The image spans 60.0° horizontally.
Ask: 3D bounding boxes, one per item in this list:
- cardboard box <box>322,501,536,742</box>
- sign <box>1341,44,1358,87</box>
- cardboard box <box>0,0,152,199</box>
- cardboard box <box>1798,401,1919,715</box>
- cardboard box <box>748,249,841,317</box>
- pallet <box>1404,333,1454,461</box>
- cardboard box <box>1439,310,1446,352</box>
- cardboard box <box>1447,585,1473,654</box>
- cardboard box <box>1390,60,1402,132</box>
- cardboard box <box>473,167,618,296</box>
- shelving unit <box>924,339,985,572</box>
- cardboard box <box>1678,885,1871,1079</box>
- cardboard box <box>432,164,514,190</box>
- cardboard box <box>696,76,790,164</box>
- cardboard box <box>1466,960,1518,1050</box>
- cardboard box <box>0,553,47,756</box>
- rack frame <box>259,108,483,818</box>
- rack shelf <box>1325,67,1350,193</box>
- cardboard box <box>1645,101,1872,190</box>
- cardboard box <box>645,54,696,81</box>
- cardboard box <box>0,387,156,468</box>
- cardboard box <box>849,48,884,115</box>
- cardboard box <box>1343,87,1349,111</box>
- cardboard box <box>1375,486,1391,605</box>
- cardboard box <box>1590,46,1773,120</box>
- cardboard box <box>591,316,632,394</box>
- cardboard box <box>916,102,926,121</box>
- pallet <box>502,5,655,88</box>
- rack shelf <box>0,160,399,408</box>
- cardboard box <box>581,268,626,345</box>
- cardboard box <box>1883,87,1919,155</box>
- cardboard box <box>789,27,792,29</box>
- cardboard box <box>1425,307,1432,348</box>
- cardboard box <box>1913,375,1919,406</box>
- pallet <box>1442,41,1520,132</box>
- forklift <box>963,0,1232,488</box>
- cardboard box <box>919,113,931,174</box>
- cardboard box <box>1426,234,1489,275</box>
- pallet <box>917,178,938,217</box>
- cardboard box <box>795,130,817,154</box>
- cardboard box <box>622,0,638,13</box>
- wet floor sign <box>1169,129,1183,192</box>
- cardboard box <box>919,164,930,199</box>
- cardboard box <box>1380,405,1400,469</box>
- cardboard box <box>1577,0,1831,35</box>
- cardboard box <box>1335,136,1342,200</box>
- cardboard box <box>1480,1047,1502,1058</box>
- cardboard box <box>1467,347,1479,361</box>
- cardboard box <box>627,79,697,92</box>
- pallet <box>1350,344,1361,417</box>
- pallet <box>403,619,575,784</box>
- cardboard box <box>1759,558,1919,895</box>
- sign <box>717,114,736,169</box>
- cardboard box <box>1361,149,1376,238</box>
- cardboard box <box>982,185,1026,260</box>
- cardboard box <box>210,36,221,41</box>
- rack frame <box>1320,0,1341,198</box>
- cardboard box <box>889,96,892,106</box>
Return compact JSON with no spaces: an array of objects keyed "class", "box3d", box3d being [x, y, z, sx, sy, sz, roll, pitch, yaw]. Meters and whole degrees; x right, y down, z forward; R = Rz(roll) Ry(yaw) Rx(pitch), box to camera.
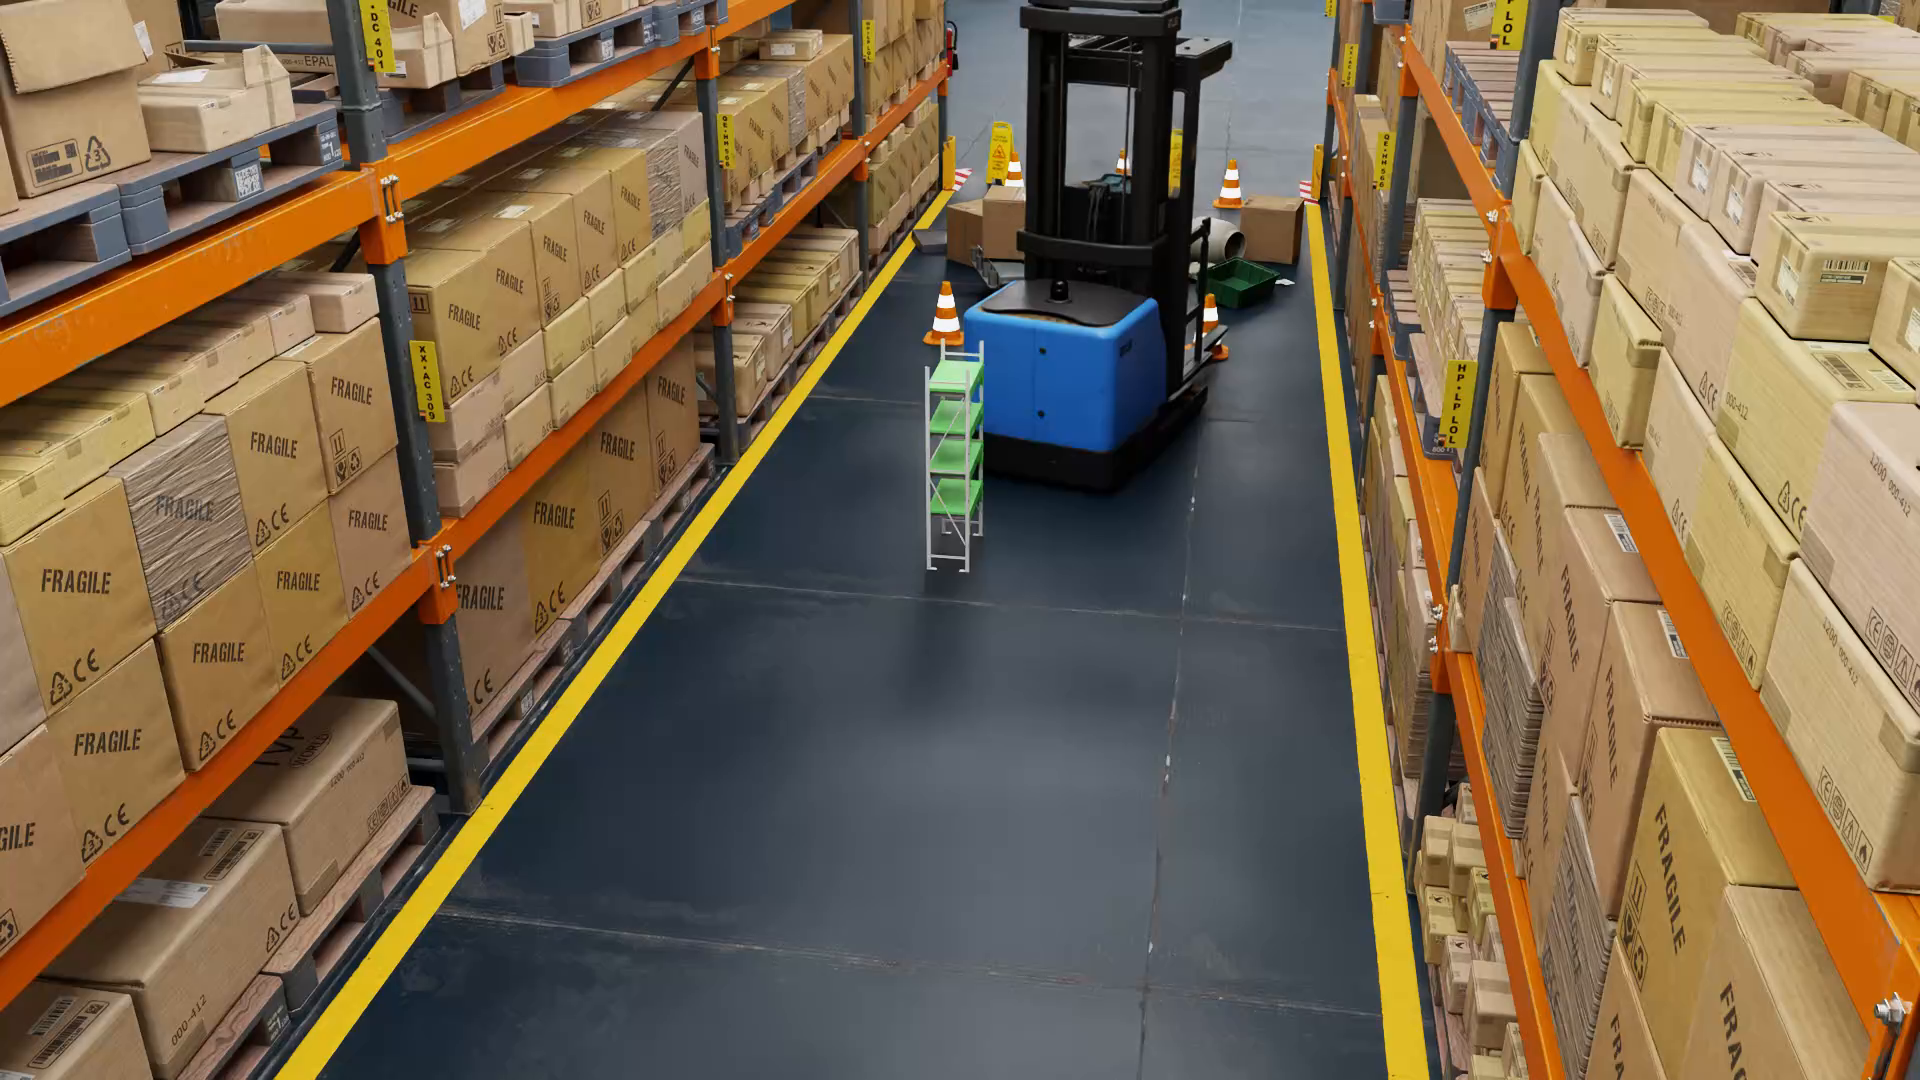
[{"class":"cardboard box","box3d":[-2.574,0.290,7.604,0.875,0.875,0.875,5,26,10]},{"class":"sign","box3d":[3.063,-3.729,13.063,0.100,0.325,0.005,4,25,9]},{"class":"cardboard box","box3d":[-2.785,-1.292,4.699,0.797,0.503,0.637,6,26,13]},{"class":"cardboard box","box3d":[1.474,0.029,2.199,0.500,0.250,0.500,3,25,7]},{"class":"cardboard box","box3d":[-1.486,-2.043,13.181,0.950,0.372,0.625,6,26,12]},{"class":"pallet","box3d":[2.674,-0.672,7.874,1.003,0.211,1.213,4,25,9]},{"class":"cardboard box","box3d":[2.431,-0.961,7.715,0.380,0.149,0.250,5,26,10]},{"class":"cardboard box","box3d":[1.934,0.293,5.883,0.380,0.149,0.250,5,26,10]},{"class":"cardboard box","box3d":[3.287,-2.915,11.142,0.700,0.500,0.500,4,25,8]},{"class":"cardboard box","box3d":[-2.022,-1.521,8.163,0.500,0.500,0.500,4,25,8]},{"class":"shelving unit","box3d":[-0.027,-0.474,9.348,0.258,1.200,0.503,4,25,9]},{"class":"cardboard box","box3d":[1.479,0.915,2.610,0.500,0.500,0.500,4,25,7]},{"class":"cardboard box","box3d":[-2.522,-1.565,8.258,0.500,0.500,0.500,4,25,9]},{"class":"cardboard box","box3d":[-1.482,-2.874,11.387,0.500,0.500,0.500,4,25,9]},{"class":"cardboard box","box3d":[1.804,1.476,5.224,0.380,0.149,0.250,5,25,10]},{"class":"cardboard box","box3d":[-2.737,0.344,4.180,0.500,0.500,0.500,4,25,8]},{"class":"rack frame","box3d":[-2.596,-0.218,6.677,1.000,3.000,0.127,4,25,9]},{"class":"rack shelf","box3d":[3.938,-3.773,15.122,1.077,0.370,4.000,4,25,9]},{"class":"cardboard box","box3d":[1.725,-0.853,3.612,0.380,0.149,0.250,3,25,7]},{"class":"cardboard box","box3d":[-1.954,-3.258,11.443,0.380,0.149,0.250,3,25,6]},{"class":"cardboard box","box3d":[-2.604,-0.328,4.851,0.380,0.149,0.250,3,25,7]},{"class":"cardboard box","box3d":[-0.942,-3.908,14.092,0.500,0.500,0.500,4,25,8]},{"class":"cardboard box","box3d":[3.919,-4.164,14.930,0.875,0.550,0.500,4,25,9]},{"class":"cardboard box","box3d":[2.432,0.056,8.546,0.500,0.500,0.500,3,25,7]},{"class":"cardboard box","box3d":[1.867,-1.184,4.319,0.380,0.149,0.250,3,25,7]},{"class":"cardboard box","box3d":[-1.991,-0.954,8.426,0.500,0.250,0.500,4,25,8]},{"class":"cardboard box","box3d":[-0.547,-4.198,16.280,0.380,0.149,0.250,4,25,9]},{"class":"pallet","box3d":[-2.175,-2.423,8.072,1.003,0.211,1.213,5,26,11]},{"class":"rack shelf","box3d":[-2.923,-0.414,4.406,1.077,0.370,4.000,4,25,9]},{"class":"cardboard box","box3d":[-1.999,-1.181,8.323,0.500,0.250,0.500,3,25,7]},{"class":"cardboard box","box3d":[2.336,-0.922,3.760,0.380,0.149,0.250,4,25,8]},{"class":"cardboard box","box3d":[-1.304,-4.380,15.099,0.500,0.500,0.500,5,25,10]},{"class":"cardboard box","box3d":[2.514,-1.044,8.242,0.380,0.149,0.250,5,26,10]},{"class":"cardboard box","box3d":[1.530,-0.199,2.215,0.380,0.149,0.250,4,25,9]},{"class":"pallet","box3d":[2.676,-1.875,6.901,1.213,0.211,1.003,4,25,9]},{"class":"forklift","box3d":[1.094,-2.240,11.078,1.130,2.935,3.031,11,27,23]},{"class":"cardboard box","box3d":[-0.591,-3.949,16.512,0.500,0.500,0.500,5,26,10]},{"class":"cardboard box","box3d":[2.561,-1.430,8.366,0.380,0.149,0.250,3,25,6]},{"class":"pallet","box3d":[-0.815,-3.604,17.201,1.003,0.211,1.213,4,25,9]},{"class":"cardboard box","box3d":[-1.282,-2.980,12.379,0.380,0.149,0.250,4,25,8]},{"class":"cardboard box","box3d":[-1.823,-2.778,8.272,0.396,0.266,0.258,3,25,7]},{"class":"wet floor sign","box3d":[2.316,-4.019,17.574,0.267,0.644,0.232,0,25,-1]},{"class":"cardboard box","box3d":[-0.594,-3.608,16.669,0.500,0.250,0.500,4,25,9]},{"class":"cardboard box","box3d":[2.523,-0.504,8.857,0.500,0.250,0.500,4,25,8]},{"class":"cardboard box","box3d":[2.474,-1.662,5.610,0.700,0.500,0.500,4,25,9]},{"class":"cardboard box","box3d":[4.219,-3.875,16.502,0.875,0.875,0.875,4,25,9]},{"class":"cardboard box","box3d":[1.856,1.621,5.264,0.380,0.149,0.250,5,26,11]},{"class":"cardboard box","box3d":[2.264,-0.665,6.731,0.380,0.149,0.250,3,25,7]},{"class":"cardboard box","box3d":[-1.988,-2.898,11.439,0.500,0.500,0.500,2,25,5]},{"class":"pallet","box3d":[3.362,-1.160,11.980,1.003,0.211,1.213,4,25,9]},{"class":"pallet","box3d":[-2.545,0.717,7.968,1.003,0.211,1.213,4,25,9]},{"class":"cardboard box","box3d":[1.463,0.257,2.302,0.500,0.250,0.500,3,25,7]},{"class":"sign","box3d":[-1.395,-2.378,9.926,0.100,0.325,0.005,4,25,9]},{"class":"cardboard box","box3d":[2.931,-2.260,10.921,0.500,0.500,0.500,4,25,8]},{"class":"cardboard box","box3d":[0.472,-2.664,13.957,0.500,0.500,0.500,4,25,9]},{"class":"cardboard box","box3d":[-6.387,-4.397,14.723,0.380,0.149,0.250,4,25,8]},{"class":"rack frame","box3d":[4.265,-4.936,16.756,1.000,3.000,0.127,4,25,9]},{"class":"cardboard box","box3d":[-0.830,-3.996,15.046,0.380,0.149,0.250,4,25,8]}]
